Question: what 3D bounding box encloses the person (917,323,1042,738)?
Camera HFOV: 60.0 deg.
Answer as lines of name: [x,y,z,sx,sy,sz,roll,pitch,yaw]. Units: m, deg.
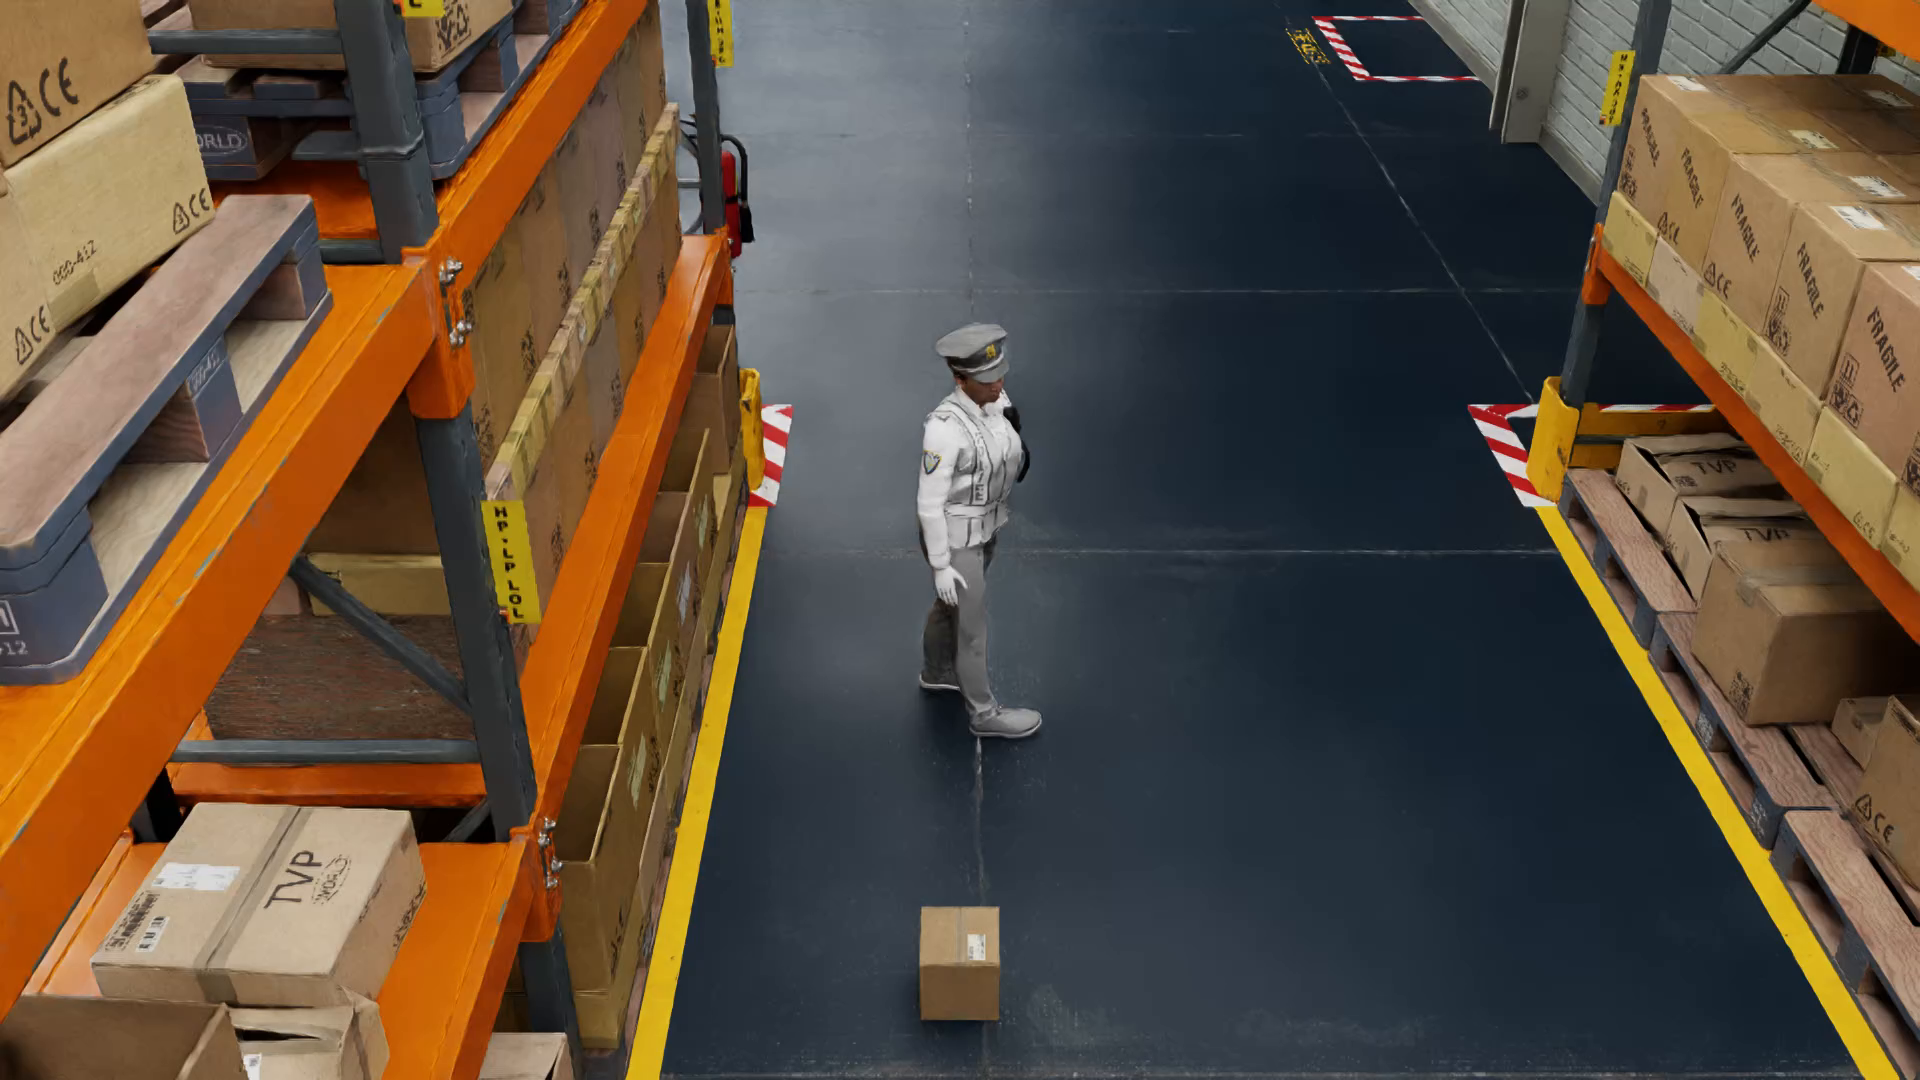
person: [0.051,-0.007,6.125,0.566,1.666,0.582,14,34,22]
